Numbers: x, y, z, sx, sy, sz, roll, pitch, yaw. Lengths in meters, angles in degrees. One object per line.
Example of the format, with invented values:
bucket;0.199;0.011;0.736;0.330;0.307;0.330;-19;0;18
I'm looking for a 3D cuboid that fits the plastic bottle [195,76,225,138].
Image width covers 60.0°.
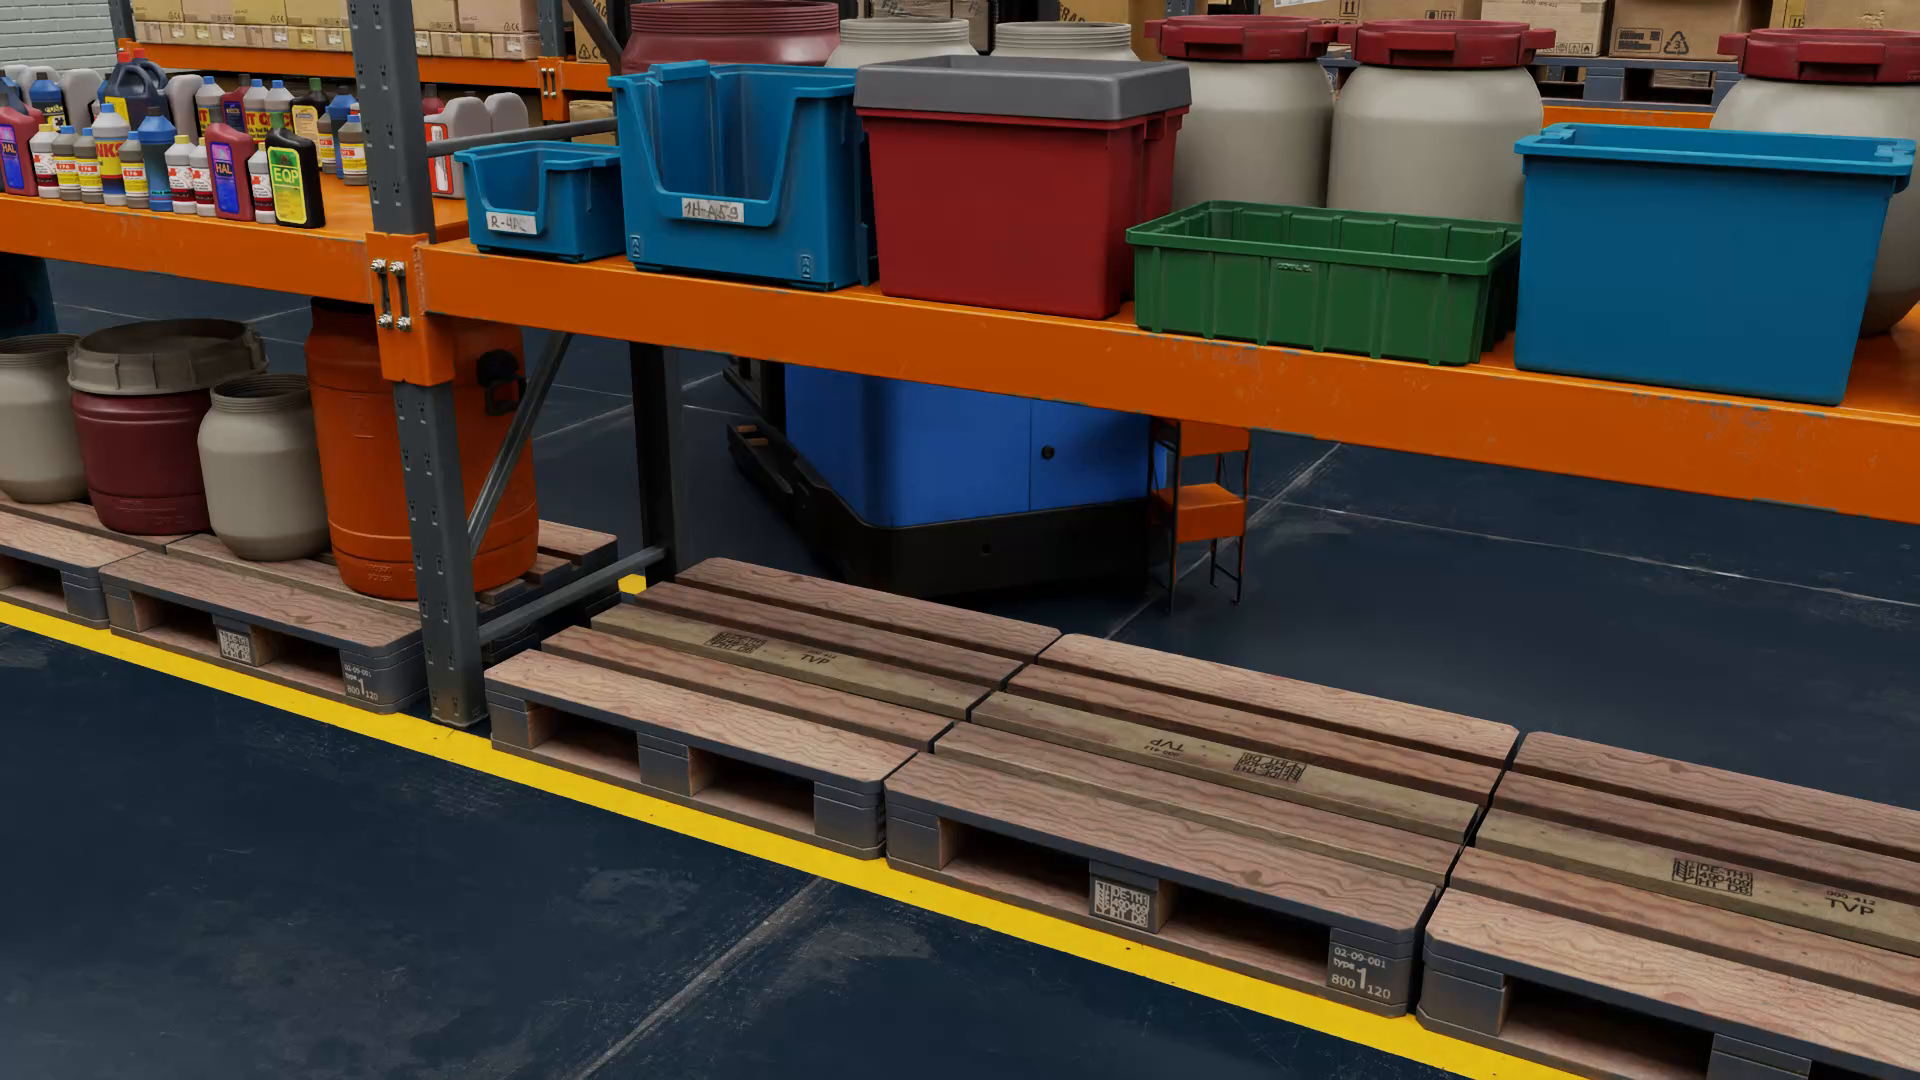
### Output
plastic bottle;-2.451;-1.383;5.468;0.097;0.271;0.097;0;20;0

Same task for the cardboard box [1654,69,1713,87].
cardboard box;9.069;-5.932;20.687;0.625;0.625;0.875;12;23;29

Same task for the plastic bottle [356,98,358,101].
plastic bottle;-1.854;-1.282;5.172;0.133;0.283;0.061;11;23;27

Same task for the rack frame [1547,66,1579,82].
rack frame;6.114;-5.481;16.576;0.127;3.000;1.000;11;23;27

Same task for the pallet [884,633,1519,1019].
pallet;0.583;0.598;3.906;1.213;0.211;1.003;11;23;27

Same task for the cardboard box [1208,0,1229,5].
cardboard box;2.016;-4.230;12.879;0.250;0.149;0.380;12;23;29

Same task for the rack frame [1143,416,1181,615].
rack frame;0.630;-0.291;5.128;0.008;1.050;0.200;-7;21;-19

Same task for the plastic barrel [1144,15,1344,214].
plastic barrel;0.611;-0.873;3.674;0.433;0.535;0.433;0;20;0

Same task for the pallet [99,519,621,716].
pallet;-1.844;0.136;5.180;1.213;0.211;1.003;11;23;27

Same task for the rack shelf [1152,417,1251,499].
rack shelf;0.745;-0.295;5.171;0.240;0.259;0.215;-7;21;-19

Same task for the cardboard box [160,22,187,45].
cardboard box;-5.330;-3.543;11.603;0.250;0.149;0.380;10;22;27

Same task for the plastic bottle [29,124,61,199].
plastic bottle;-2.584;-1.079;4.733;0.097;0.201;0.097;0;20;0

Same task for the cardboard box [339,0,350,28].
cardboard box;-3.624;-3.431;10.707;0.500;0.250;0.500;11;23;28

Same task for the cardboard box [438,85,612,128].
cardboard box;-2.749;-2.528;10.935;0.875;0.875;0.875;11;23;27

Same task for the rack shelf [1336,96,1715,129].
rack shelf;3.027;-1.860;7.648;4.000;0.370;1.077;11;23;27

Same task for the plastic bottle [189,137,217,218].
plastic bottle;-1.989;-0.966;4.421;0.097;0.201;0.097;0;20;0

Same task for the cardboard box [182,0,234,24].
cardboard box;-4.959;-3.686;11.411;0.500;0.250;0.500;10;22;27

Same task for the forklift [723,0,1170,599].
forklift;-0.295;-1.655;6.130;1.130;2.935;3.031;-7;21;-19

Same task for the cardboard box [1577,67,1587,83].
cardboard box;8.057;-5.988;21.023;0.500;0.500;0.500;12;23;29

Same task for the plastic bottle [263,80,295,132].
plastic bottle;-2.165;-1.329;5.318;0.097;0.271;0.097;0;20;0

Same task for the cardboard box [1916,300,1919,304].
cardboard box;4.247;-1.006;7.259;0.500;0.500;0.700;9;22;23

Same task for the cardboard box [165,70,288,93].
cardboard box;-5.106;-2.977;12.173;0.875;0.875;0.875;11;23;27

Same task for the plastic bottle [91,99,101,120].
plastic bottle;-2.932;-1.442;5.733;0.097;0.201;0.097;0;20;0

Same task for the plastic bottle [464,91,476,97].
plastic bottle;-1.443;-1.191;4.939;0.097;0.271;0.097;0;20;0

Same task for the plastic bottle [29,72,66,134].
plastic bottle;-3.091;-1.446;5.641;0.097;0.271;0.097;0;20;0

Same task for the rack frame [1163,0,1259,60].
rack frame;1.281;-2.531;8.443;0.127;3.000;1.000;11;23;27

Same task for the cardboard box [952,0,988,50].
cardboard box;0.296;-2.671;8.682;0.500;0.500;0.500;11;22;27

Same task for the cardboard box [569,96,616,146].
cardboard box;-1.643;-2.294;10.290;0.875;0.875;1.225;11;23;27

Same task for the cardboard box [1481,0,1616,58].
cardboard box;2.632;-2.310;7.439;0.500;0.250;0.500;10;22;26

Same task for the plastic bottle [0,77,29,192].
plastic bottle;-2.813;-1.202;4.853;0.185;0.351;0.144;11;23;27

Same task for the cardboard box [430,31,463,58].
cardboard box;-3.086;-3.116;10.426;0.250;0.149;0.380;10;22;26

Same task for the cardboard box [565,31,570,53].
cardboard box;-2.537;-3.270;10.848;0.250;0.149;0.380;10;22;26

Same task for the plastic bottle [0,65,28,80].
plastic bottle;-3.366;-1.549;5.919;0.135;0.276;0.152;11;23;27

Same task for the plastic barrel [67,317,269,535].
plastic barrel;-2.556;-0.384;5.445;0.708;0.588;0.600;11;23;27

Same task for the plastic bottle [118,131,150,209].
plastic bottle;-2.244;-1.015;4.555;0.097;0.201;0.097;0;20;0

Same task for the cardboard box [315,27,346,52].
cardboard box;-3.981;-3.287;10.897;0.250;0.149;0.380;11;23;28

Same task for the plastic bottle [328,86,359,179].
plastic bottle;-1.877;-1.250;5.101;0.097;0.271;0.097;0;20;0

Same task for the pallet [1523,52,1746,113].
pallet;3.029;-2.123;7.601;1.213;0.211;1.003;11;23;27

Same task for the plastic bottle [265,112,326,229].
plastic bottle;-1.696;-0.942;4.233;0.133;0.283;0.061;11;23;27

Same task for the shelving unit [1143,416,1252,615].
shelving unit;0.745;-0.305;5.167;0.252;1.050;0.215;-7;21;-19

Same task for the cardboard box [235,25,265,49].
cardboard box;-4.657;-3.415;11.250;0.250;0.149;0.380;10;22;26

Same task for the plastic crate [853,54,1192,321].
plastic crate;0.127;-0.726;3.375;0.583;0.464;0.402;11;23;27

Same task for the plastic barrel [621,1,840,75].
plastic barrel;-0.582;-1.133;4.390;0.708;0.536;0.600;11;23;27
